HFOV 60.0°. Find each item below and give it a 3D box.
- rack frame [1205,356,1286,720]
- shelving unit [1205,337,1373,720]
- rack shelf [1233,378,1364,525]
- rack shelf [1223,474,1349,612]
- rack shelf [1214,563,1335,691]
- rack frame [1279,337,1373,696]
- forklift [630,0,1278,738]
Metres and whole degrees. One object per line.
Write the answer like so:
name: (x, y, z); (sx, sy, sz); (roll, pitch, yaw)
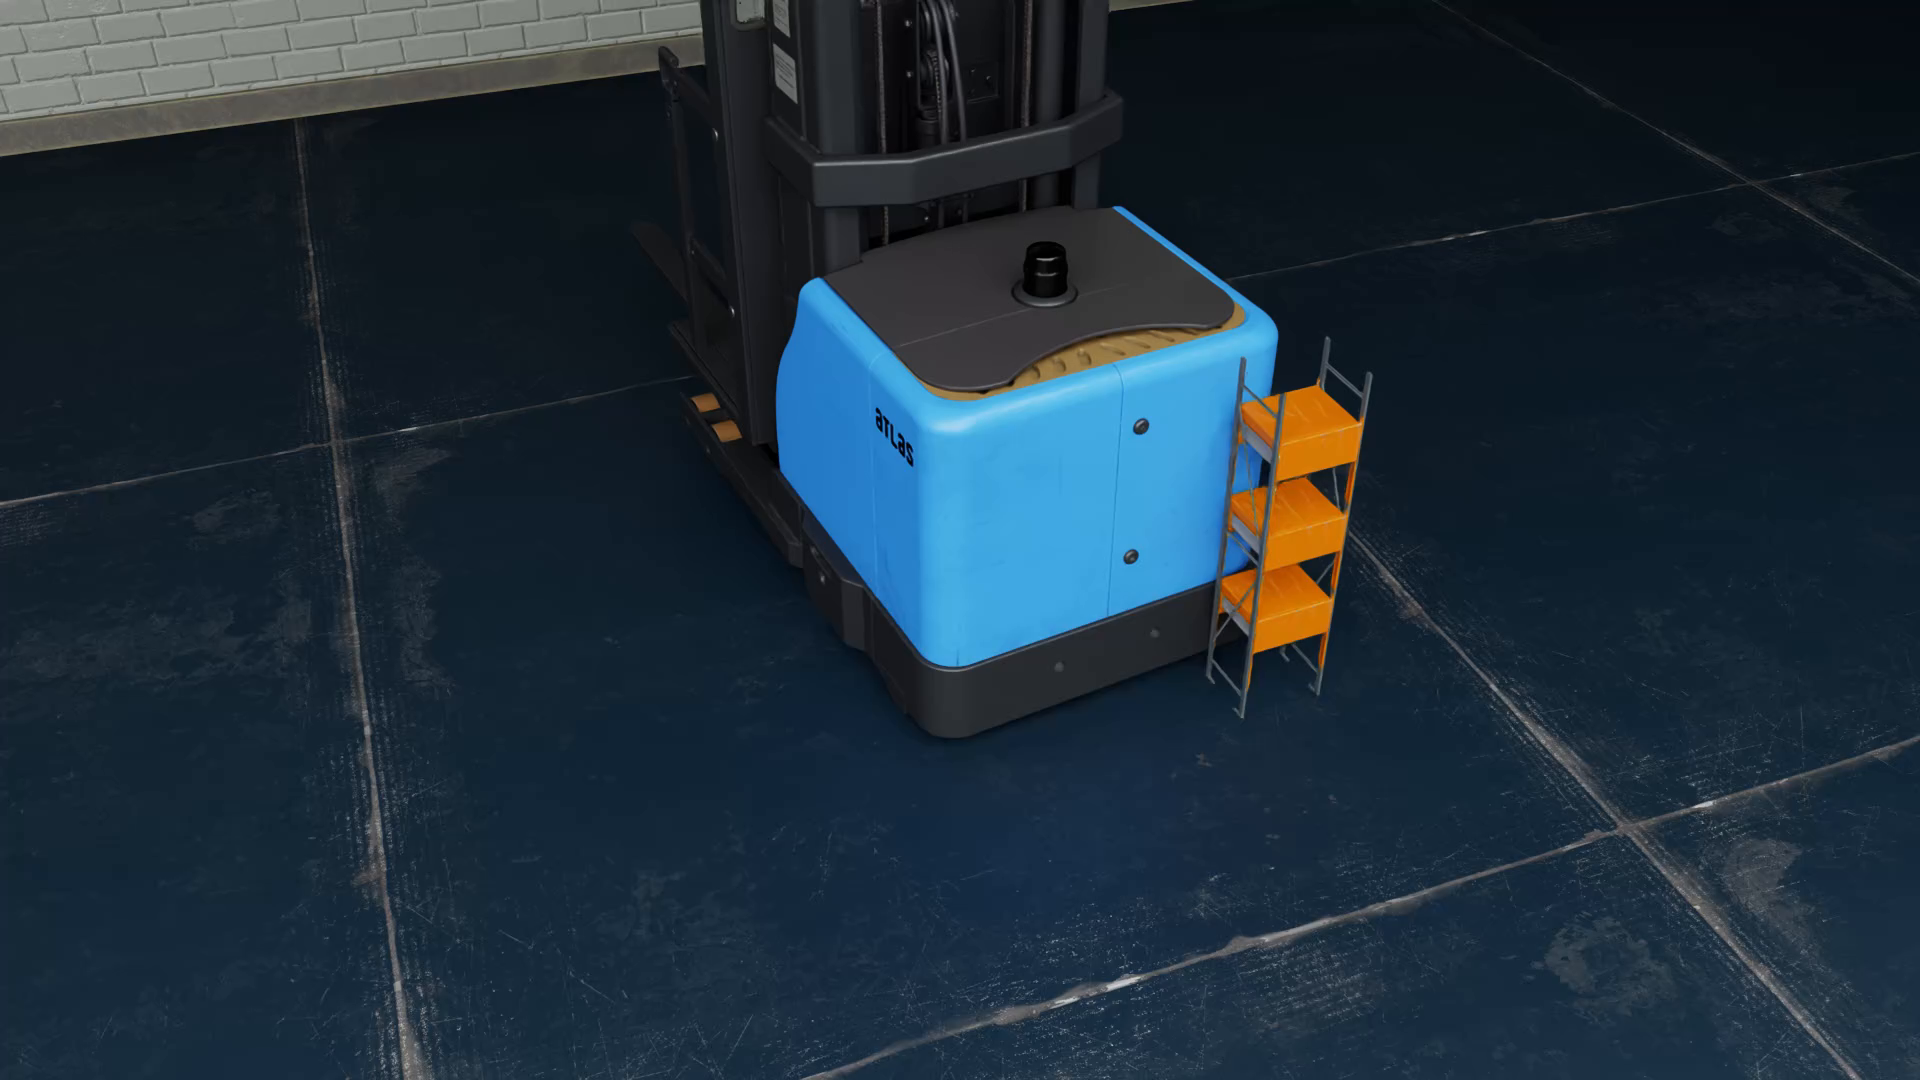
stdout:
rack frame: (0.738, 0.021, 4.349); (0.008, 1.050, 0.200); (-15, 39, -18)
shelving unit: (0.850, -0.008, 4.387); (0.252, 1.050, 0.215); (-15, 39, -18)
rack shelf: (0.849, -0.226, 4.222); (0.240, 0.259, 0.215); (-15, 39, -18)
rack shelf: (0.851, 0.000, 4.393); (0.240, 0.259, 0.215); (-15, 39, -18)
rack shelf: (0.852, 0.222, 4.561); (0.240, 0.259, 0.215); (-15, 39, -18)
rack frame: (0.963, -0.037, 4.424); (0.008, 1.050, 0.200); (-15, 39, -18)
forklift: (-0.298, -1.516, 4.826); (1.130, 2.935, 3.031); (-17, 40, -22)
